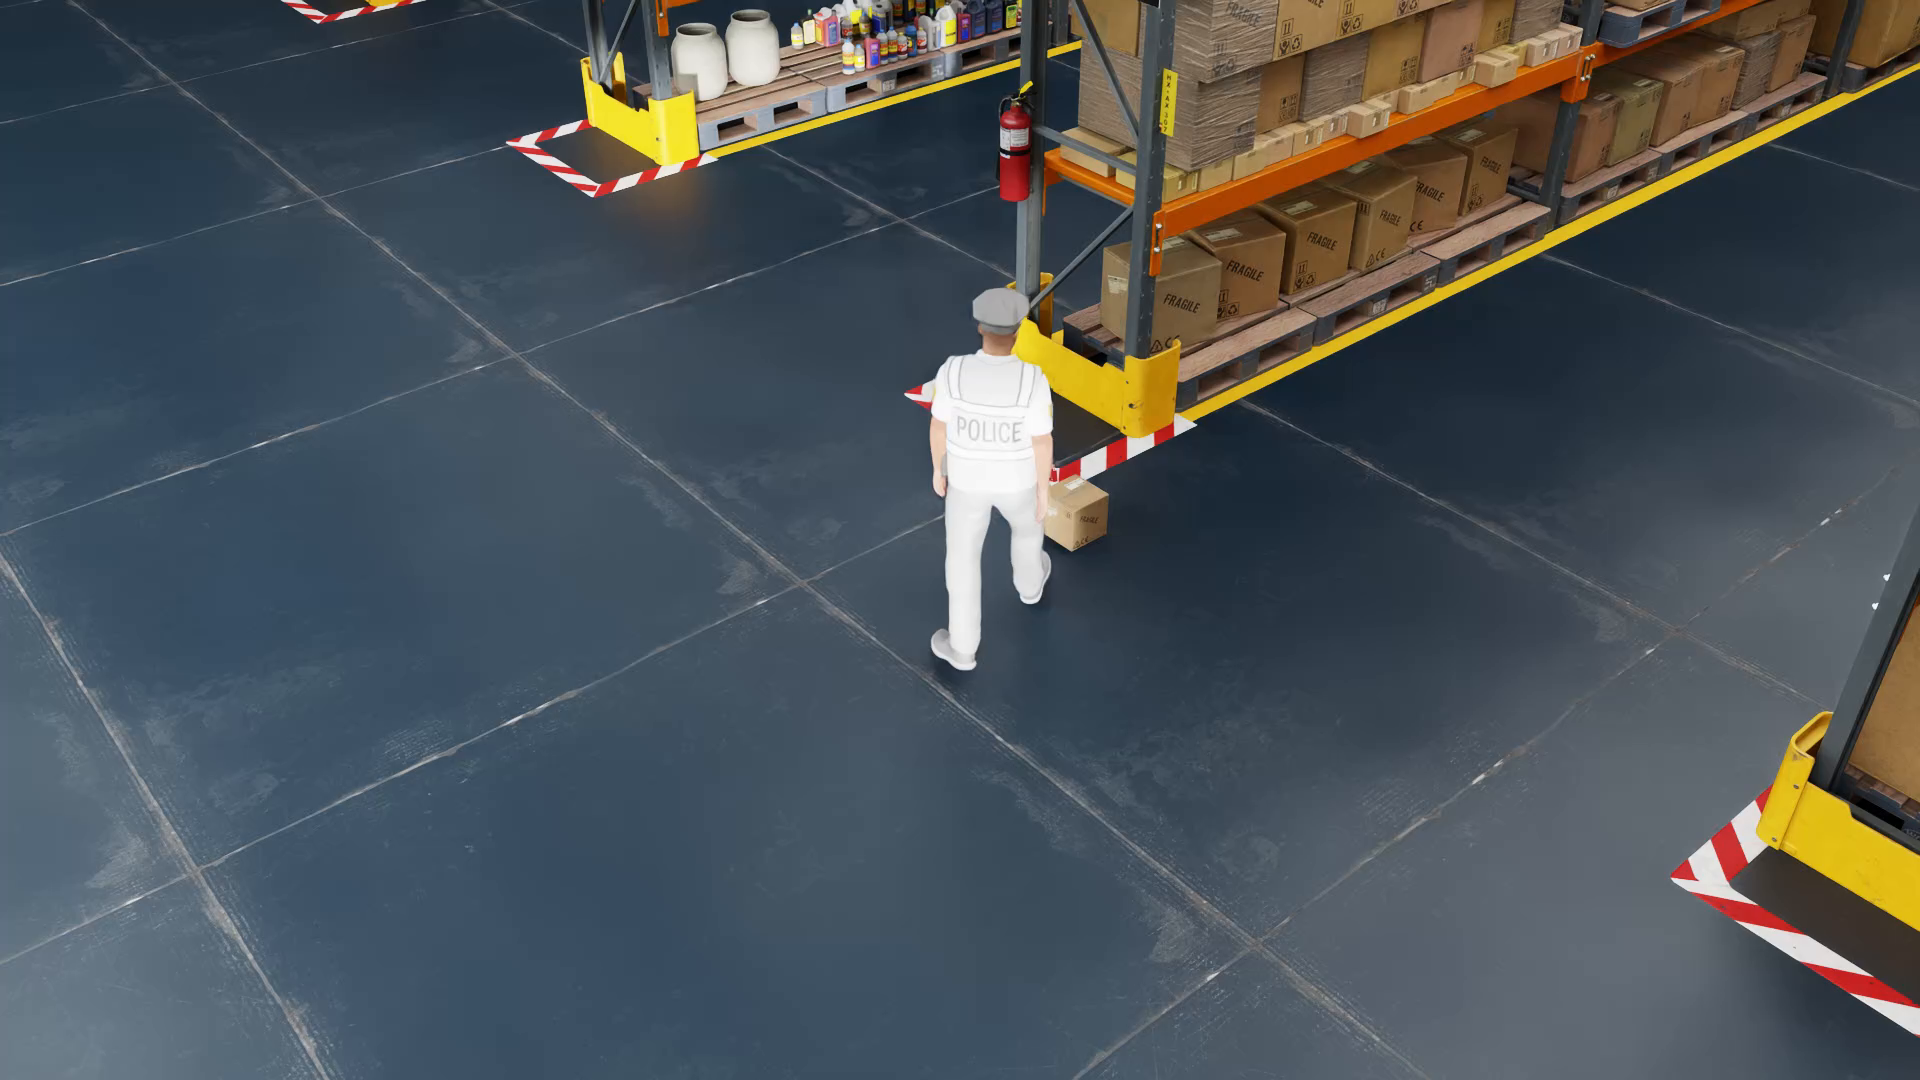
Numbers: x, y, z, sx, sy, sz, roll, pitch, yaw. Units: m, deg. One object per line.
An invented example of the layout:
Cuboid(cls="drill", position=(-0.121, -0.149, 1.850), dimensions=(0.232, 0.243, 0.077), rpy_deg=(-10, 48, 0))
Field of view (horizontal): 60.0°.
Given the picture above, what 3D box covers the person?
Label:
Cuboid(cls="person", position=(0.145, -0.308, 7.500), dimensions=(0.560, 1.723, 0.920), rpy_deg=(3, 36, 4))
